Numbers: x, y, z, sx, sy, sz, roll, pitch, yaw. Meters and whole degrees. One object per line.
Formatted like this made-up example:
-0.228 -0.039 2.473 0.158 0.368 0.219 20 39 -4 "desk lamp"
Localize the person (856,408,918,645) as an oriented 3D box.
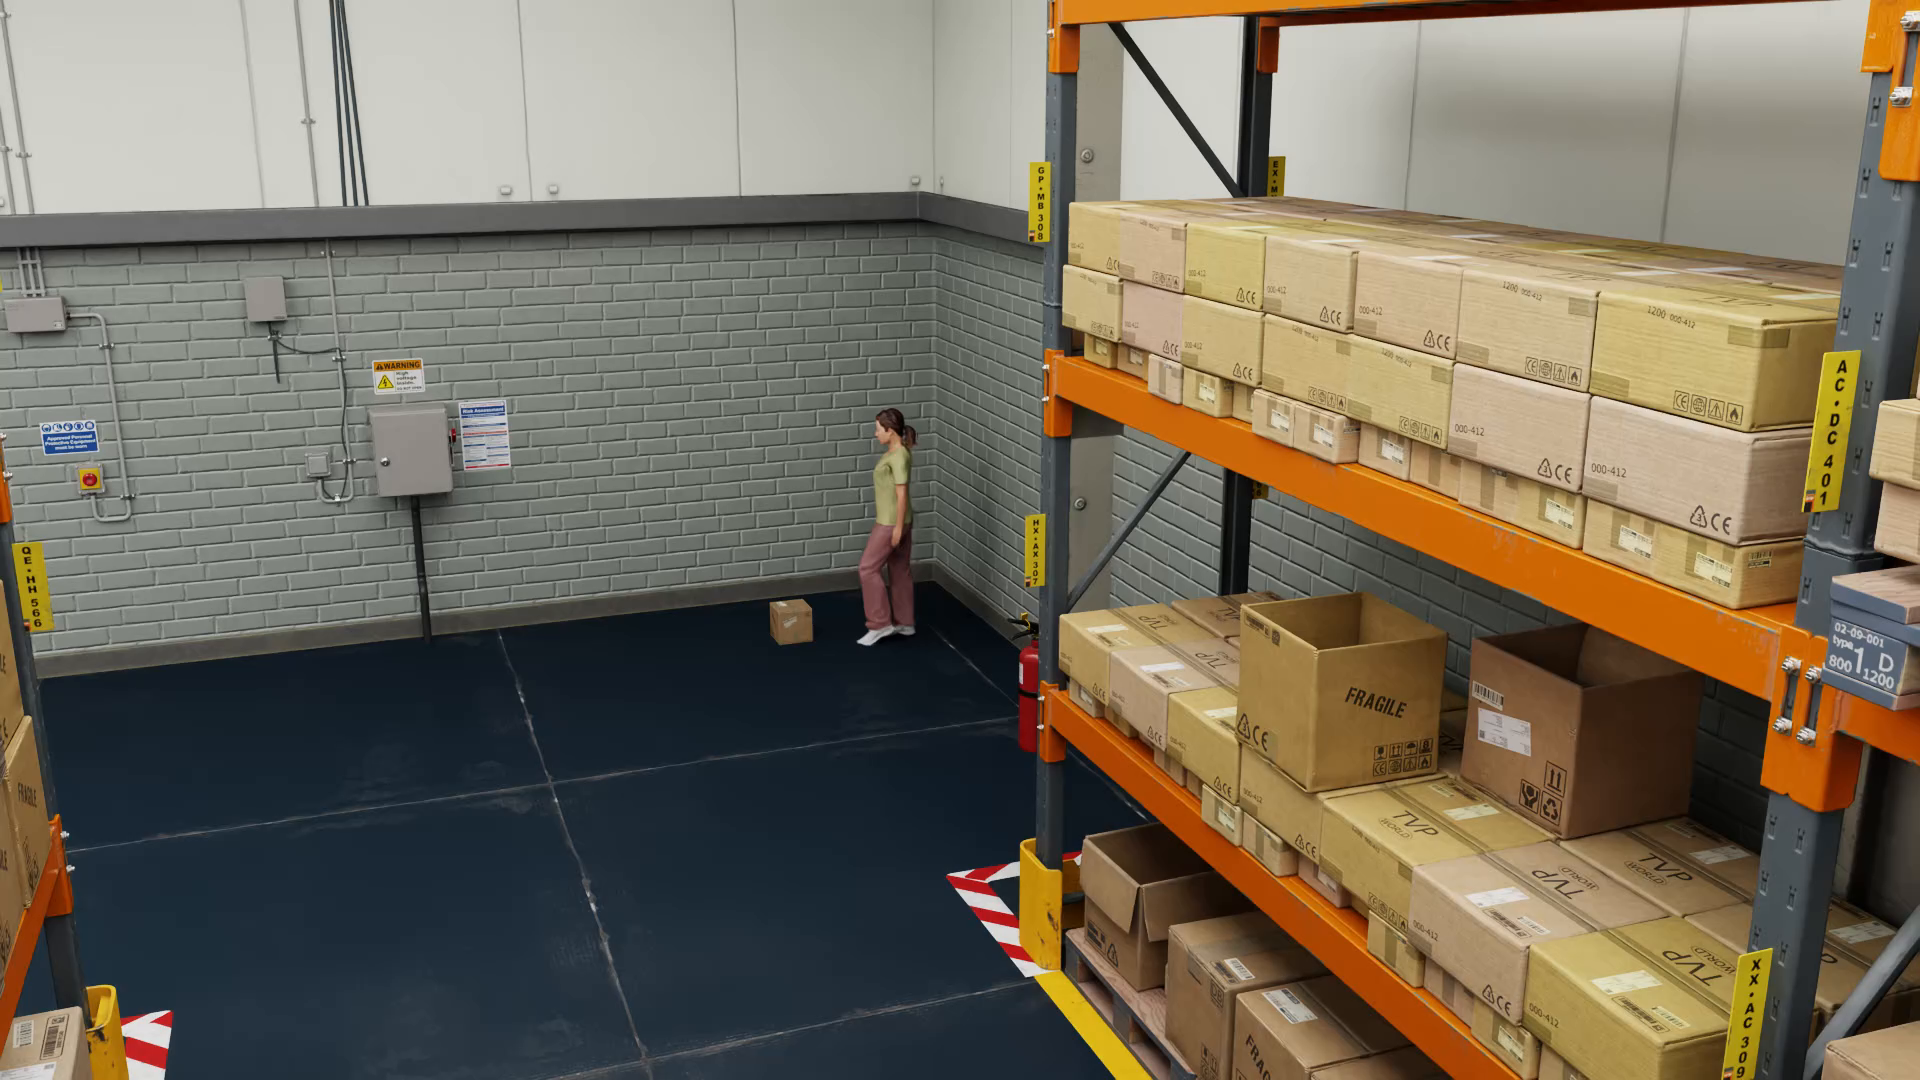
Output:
-0.514 -0.098 11.913 0.446 1.721 0.457 1 16 5 "person"
